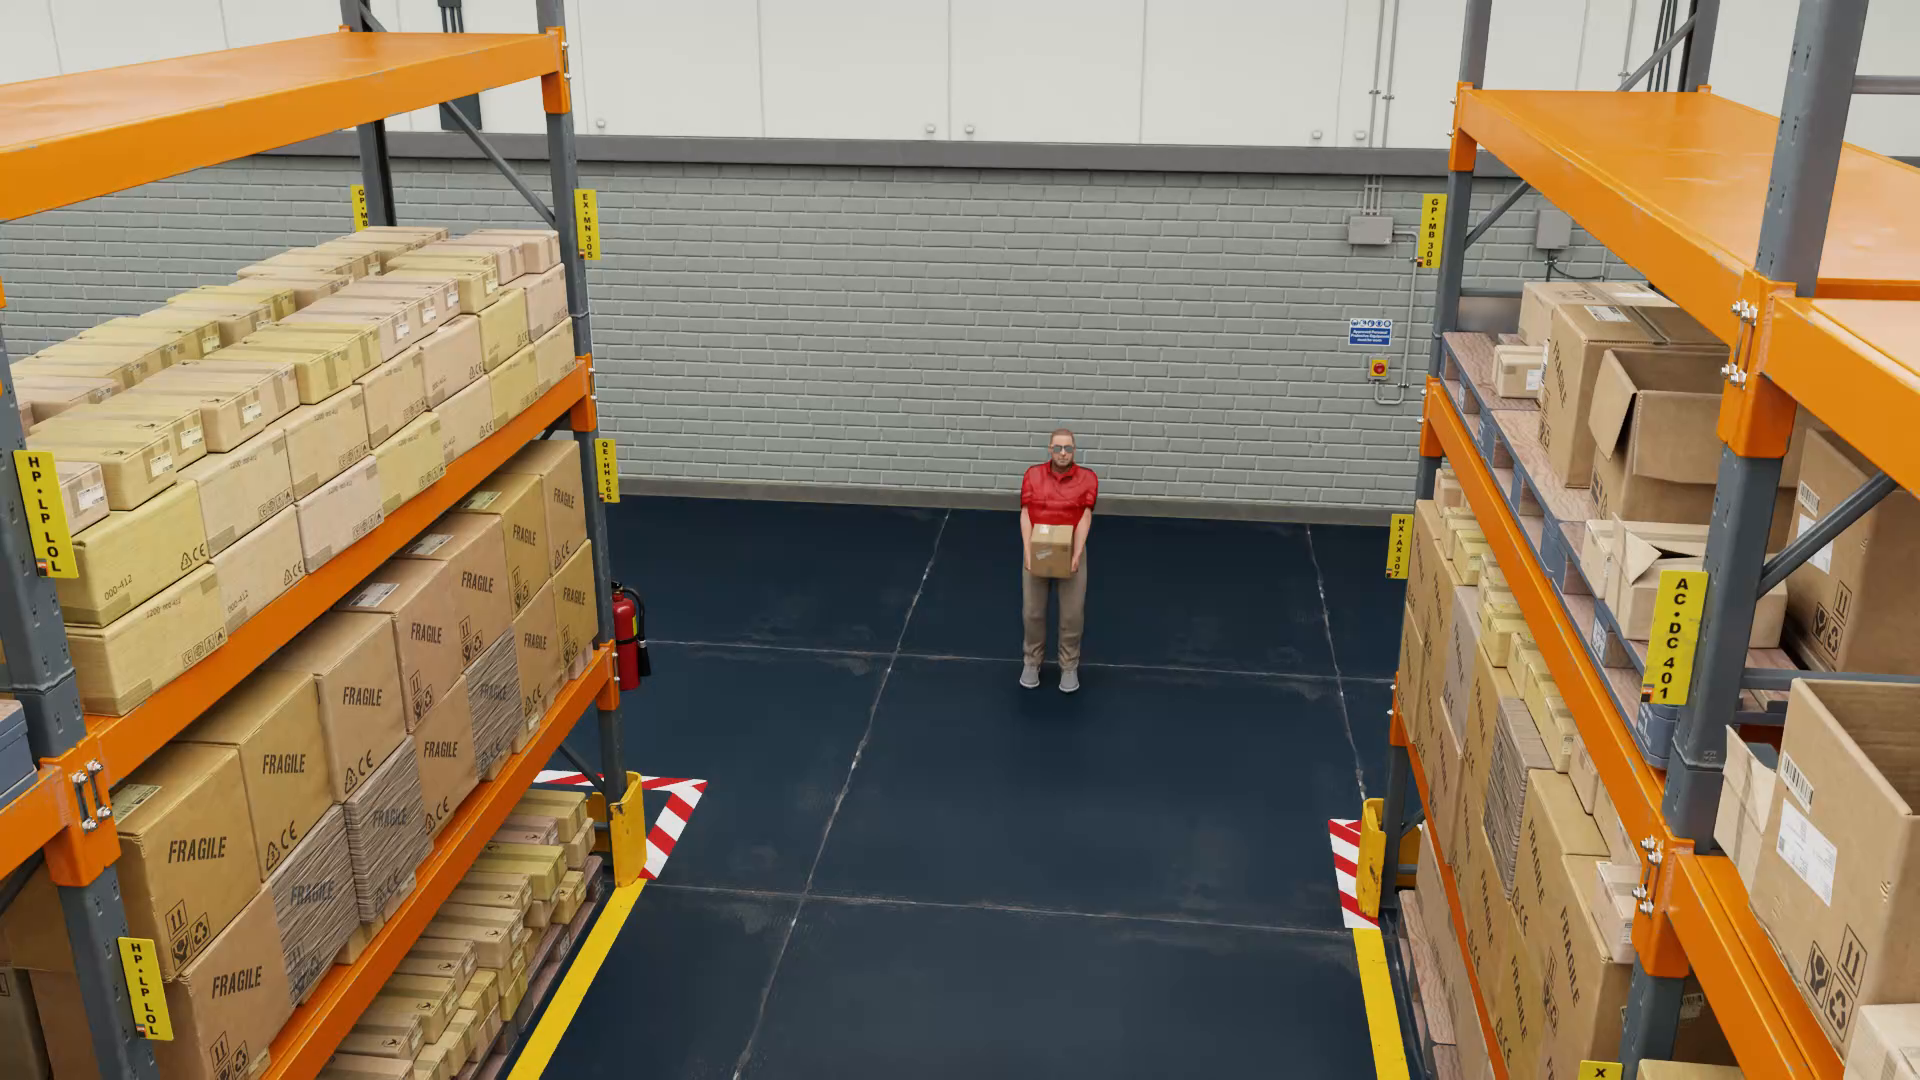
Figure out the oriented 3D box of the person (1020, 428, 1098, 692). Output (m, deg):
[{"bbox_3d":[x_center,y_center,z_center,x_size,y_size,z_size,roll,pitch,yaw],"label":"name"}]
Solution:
[{"bbox_3d":[0.621,0.153,10.724,0.494,1.714,0.530,3,21,7],"label":"person"}]
